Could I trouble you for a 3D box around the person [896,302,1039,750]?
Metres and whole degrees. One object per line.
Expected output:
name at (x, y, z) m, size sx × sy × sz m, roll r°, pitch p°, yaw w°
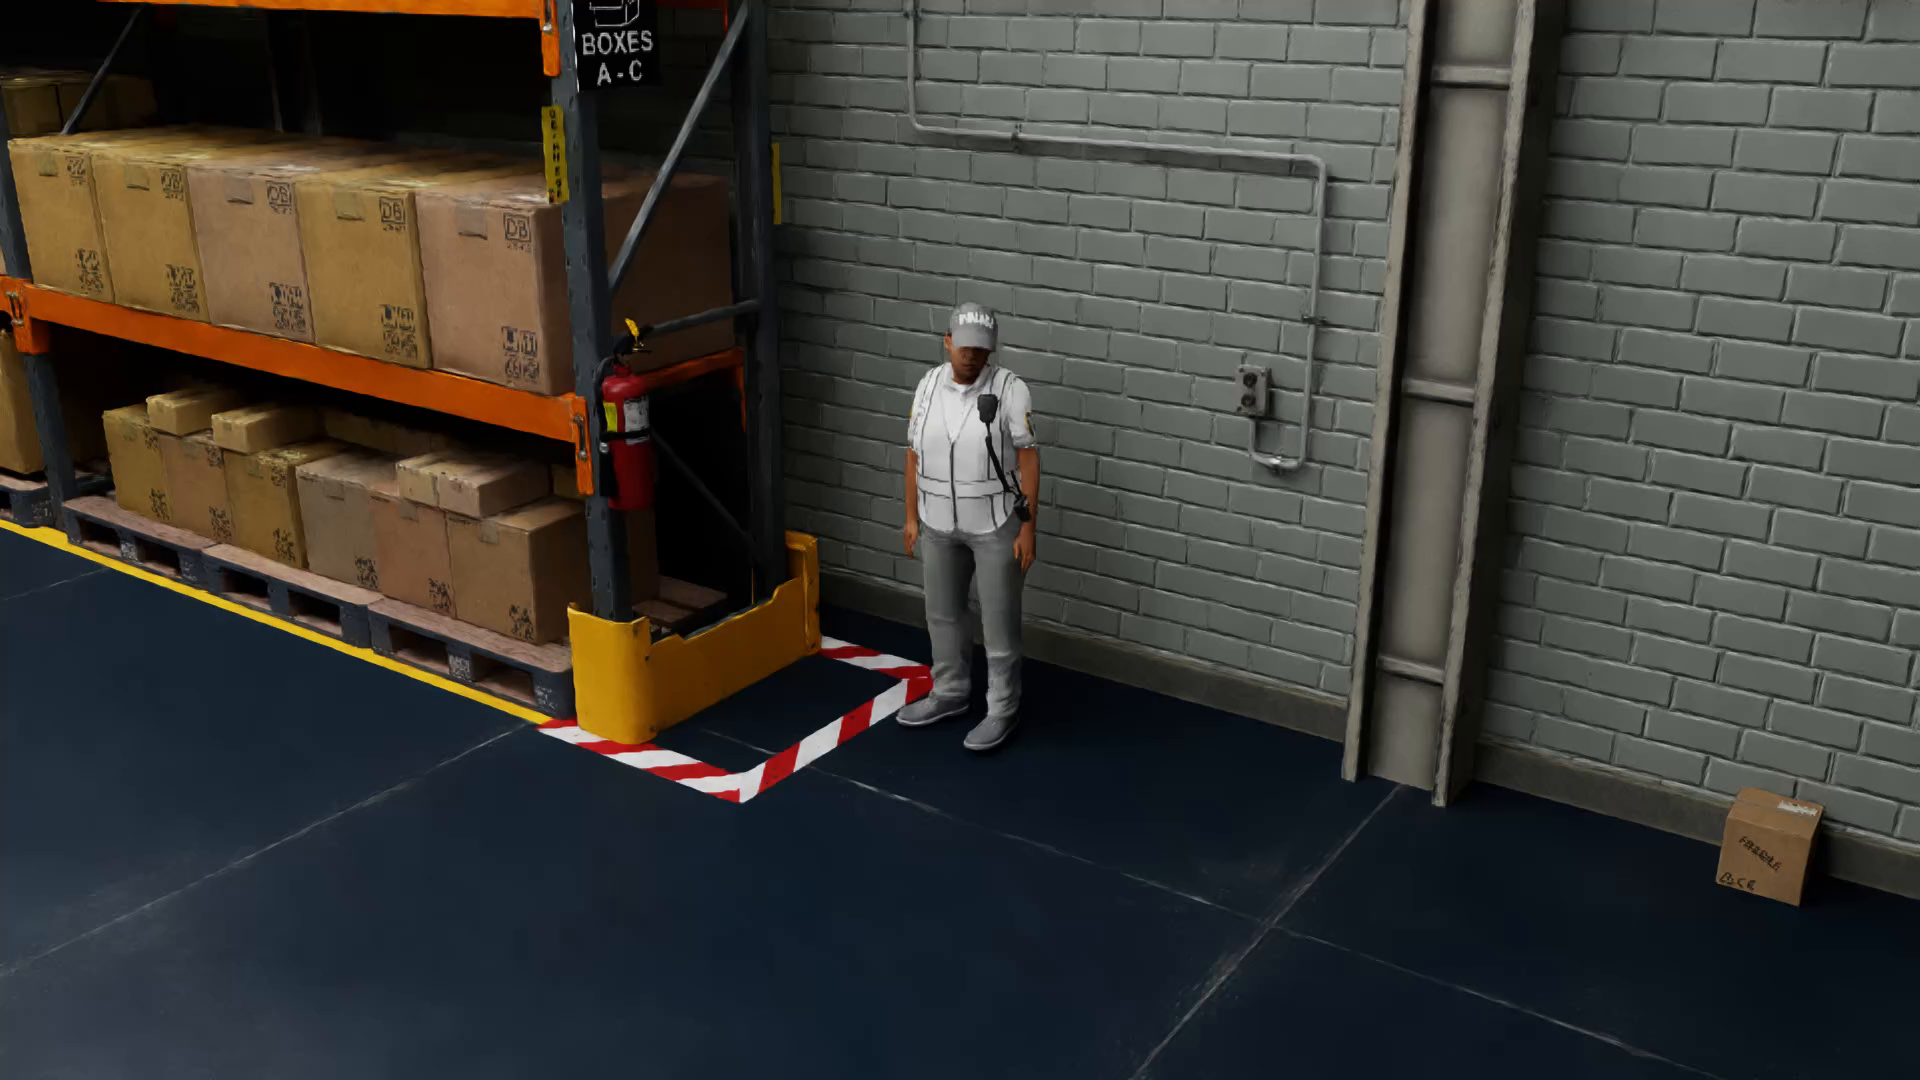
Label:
person at (0.028, -0.055, 6.158) m, size 0.564 × 1.675 × 0.386 m, roll 9°, pitch 22°, yaw 23°
